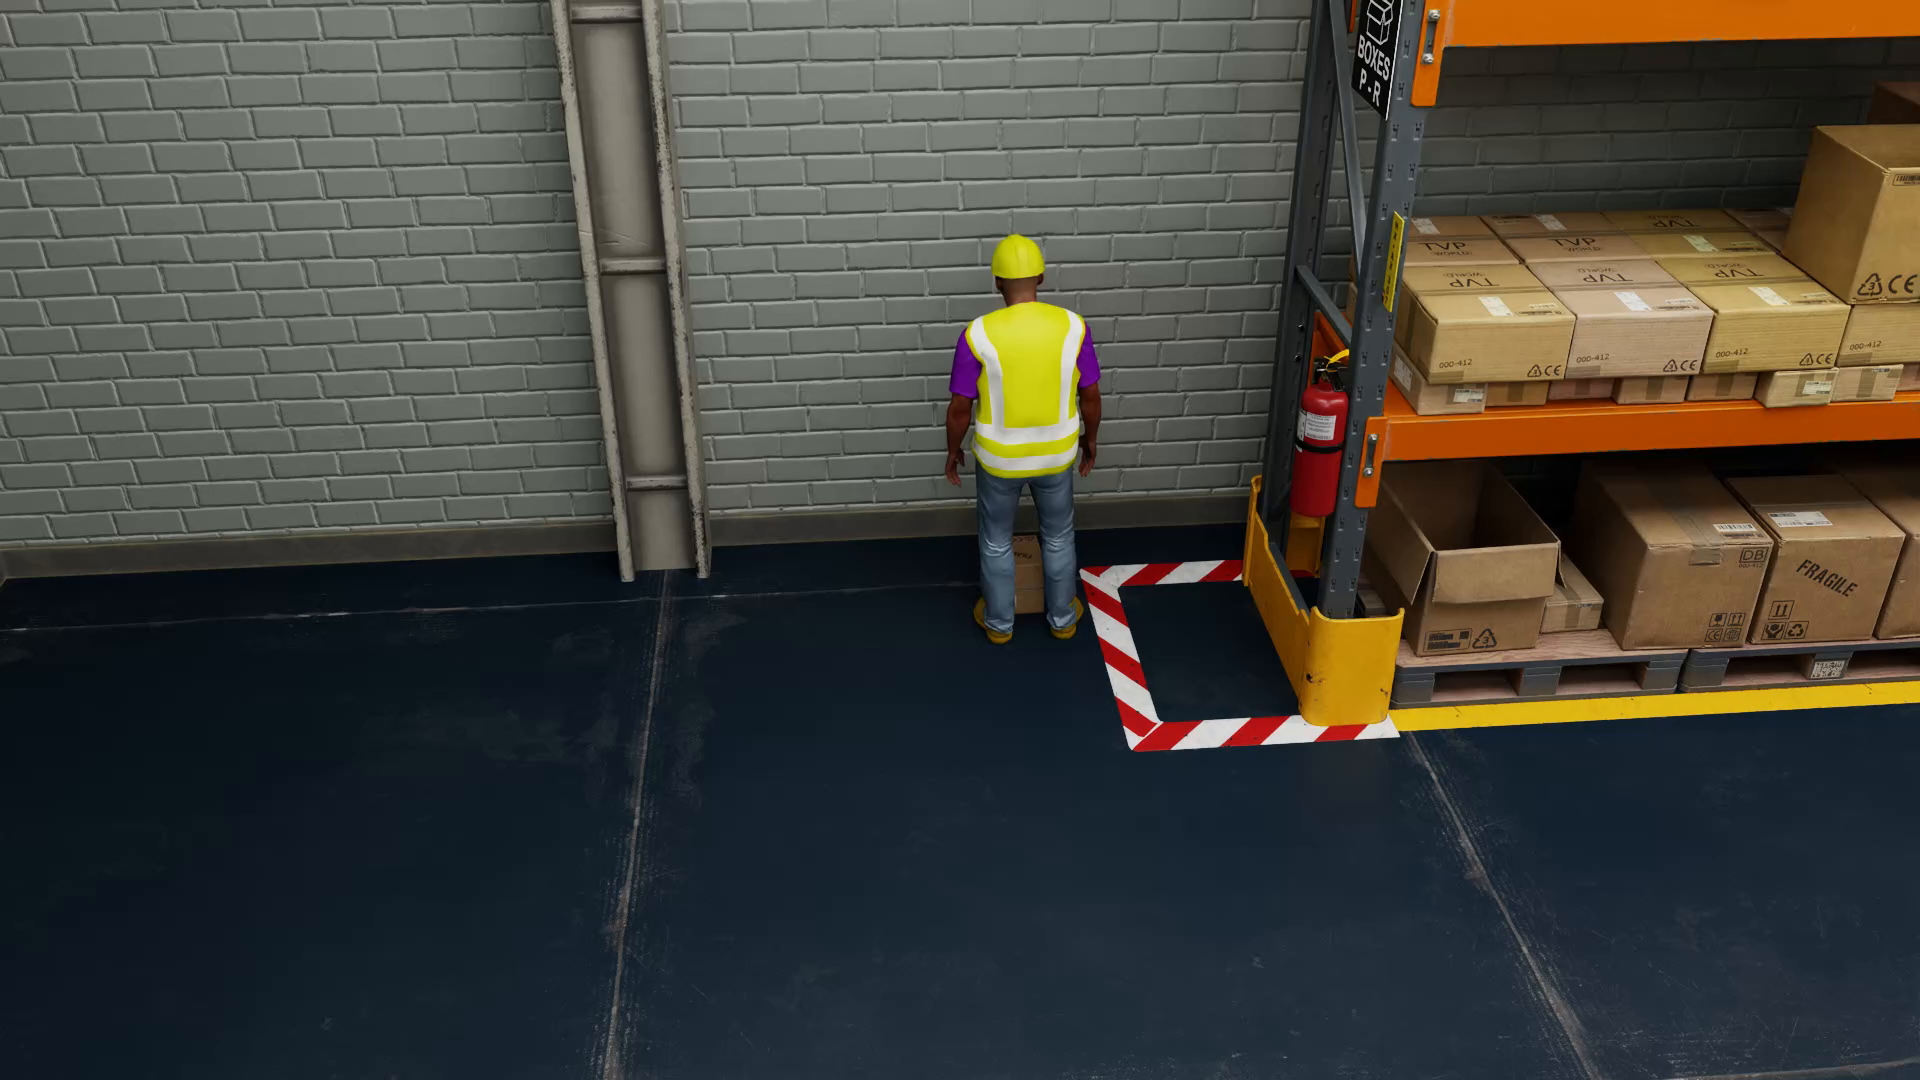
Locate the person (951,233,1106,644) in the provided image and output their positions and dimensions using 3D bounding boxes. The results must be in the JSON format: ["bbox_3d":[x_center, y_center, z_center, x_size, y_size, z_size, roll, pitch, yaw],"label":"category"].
[{"bbox_3d":[0.272,-0.376,6.745,0.628,1.758,0.457,-3,31,-4],"label":"person"}]
